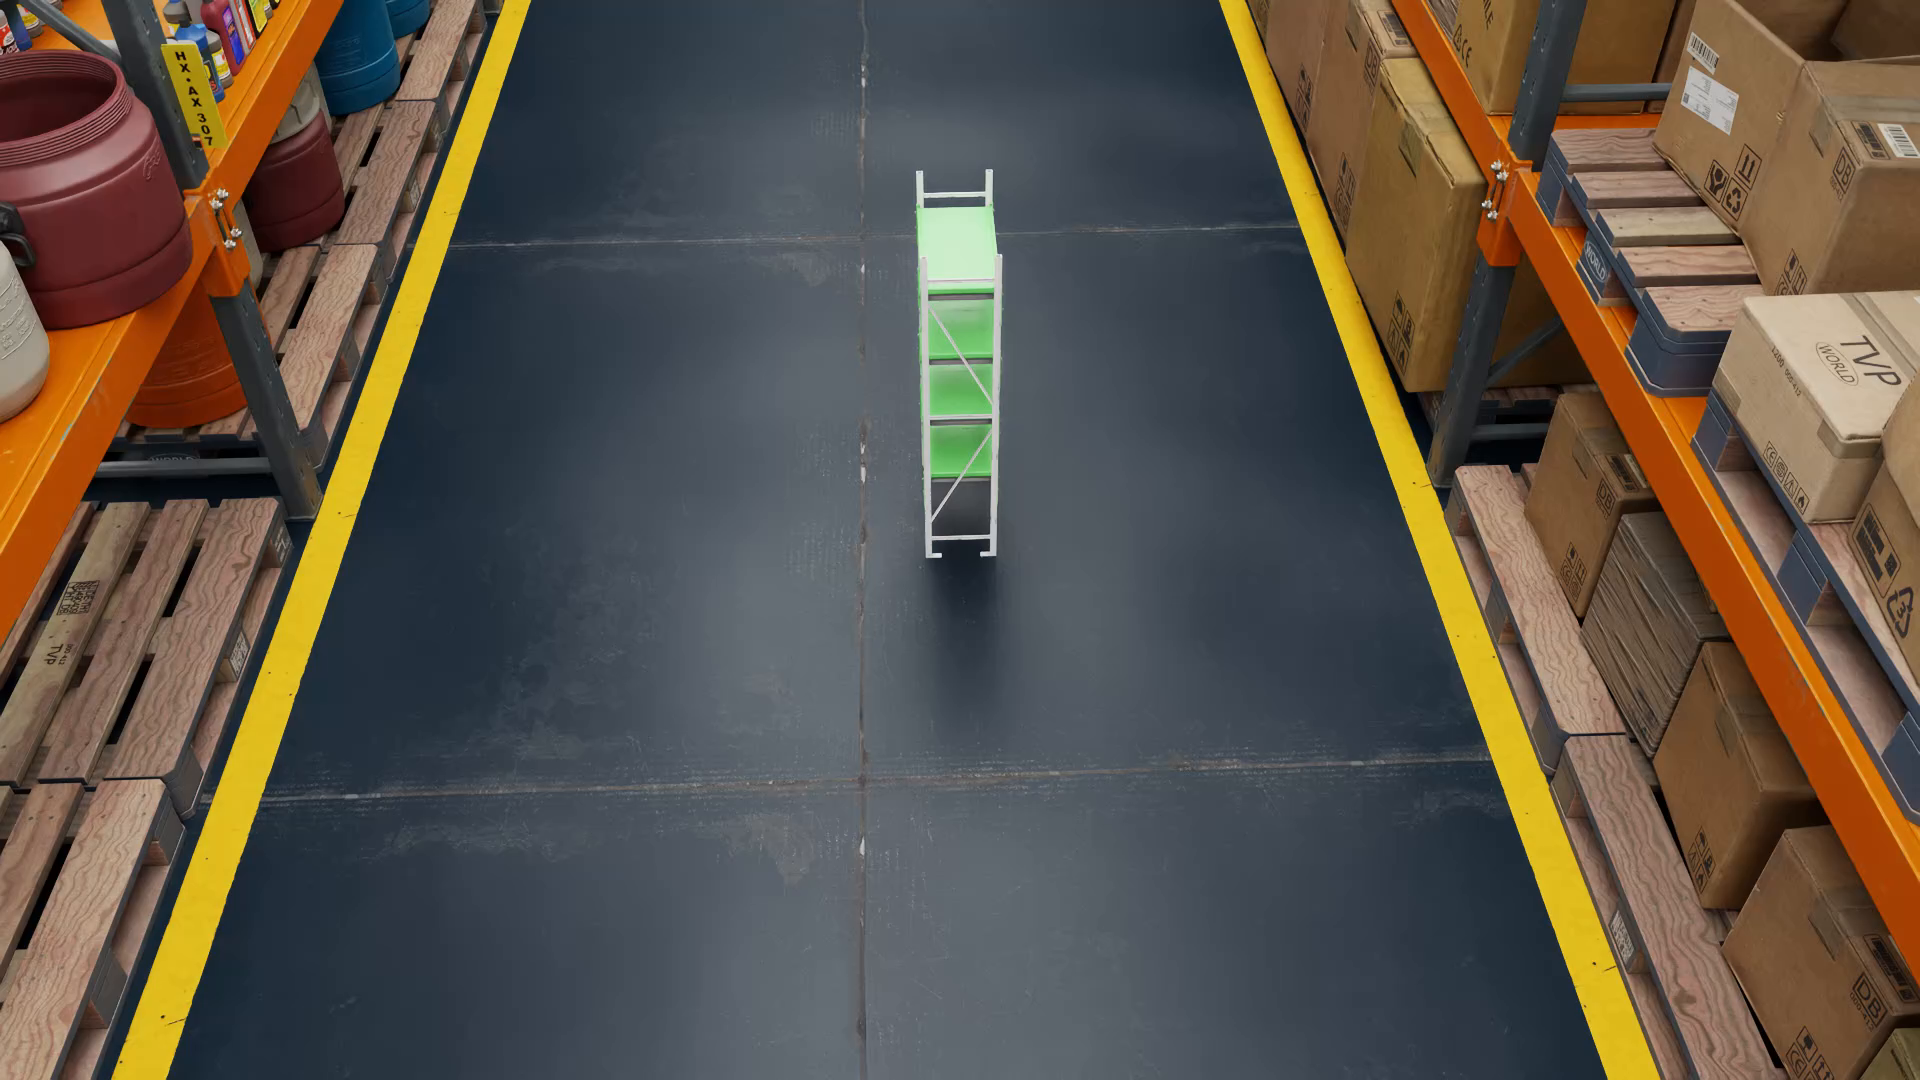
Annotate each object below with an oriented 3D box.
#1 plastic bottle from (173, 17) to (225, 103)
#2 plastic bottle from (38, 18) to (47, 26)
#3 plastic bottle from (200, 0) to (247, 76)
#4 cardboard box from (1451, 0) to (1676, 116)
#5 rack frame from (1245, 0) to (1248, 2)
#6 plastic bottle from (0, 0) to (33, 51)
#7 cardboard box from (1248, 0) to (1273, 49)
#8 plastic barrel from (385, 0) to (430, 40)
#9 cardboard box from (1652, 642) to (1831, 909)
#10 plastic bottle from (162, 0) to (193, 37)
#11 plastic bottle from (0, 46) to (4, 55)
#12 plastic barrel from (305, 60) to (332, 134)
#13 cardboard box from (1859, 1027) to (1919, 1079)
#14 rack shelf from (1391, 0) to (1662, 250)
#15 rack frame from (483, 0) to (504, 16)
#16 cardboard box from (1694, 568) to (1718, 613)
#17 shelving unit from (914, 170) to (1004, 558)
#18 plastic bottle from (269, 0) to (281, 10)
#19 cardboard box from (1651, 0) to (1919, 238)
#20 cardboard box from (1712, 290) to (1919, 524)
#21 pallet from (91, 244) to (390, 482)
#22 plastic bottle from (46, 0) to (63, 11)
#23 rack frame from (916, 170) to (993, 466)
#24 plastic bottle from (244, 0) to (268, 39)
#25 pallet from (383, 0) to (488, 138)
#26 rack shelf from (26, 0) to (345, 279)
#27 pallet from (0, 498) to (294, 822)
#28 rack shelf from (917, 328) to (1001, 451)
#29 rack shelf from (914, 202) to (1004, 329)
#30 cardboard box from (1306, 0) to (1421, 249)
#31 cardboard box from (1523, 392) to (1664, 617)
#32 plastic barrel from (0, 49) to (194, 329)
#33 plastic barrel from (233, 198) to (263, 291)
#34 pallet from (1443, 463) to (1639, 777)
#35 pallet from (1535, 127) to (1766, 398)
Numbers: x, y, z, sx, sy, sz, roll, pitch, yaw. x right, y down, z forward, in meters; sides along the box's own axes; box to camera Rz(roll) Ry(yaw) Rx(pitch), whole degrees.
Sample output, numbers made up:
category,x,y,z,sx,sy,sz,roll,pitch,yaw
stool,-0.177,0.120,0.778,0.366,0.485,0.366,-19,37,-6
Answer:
category,x,y,z,sx,sy,sz,roll,pitch,yaw
plastic bottle,-2.431,-1.532,5.296,0.097,0.271,0.097,0,43,0
plastic bottle,-3.214,-1.909,5.708,0.097,0.271,0.097,0,43,0
plastic bottle,-2.422,-1.680,5.450,0.061,0.283,0.133,-2,43,-2
cardboard box,1.922,-1.704,5.315,0.500,0.500,0.500,0,43,0
rack frame,2.021,-4.041,7.939,1.000,3.000,0.127,-2,43,-2
plastic bottle,-3.206,-1.778,5.565,0.097,0.271,0.097,0,43,0
cardboard box,2.068,-2.981,8.044,1.225,0.875,0.875,-2,43,-2
plastic barrel,-2.922,-2.913,7.950,0.600,0.901,0.708,-2,43,-2
cardboard box,2.306,0.627,4.371,0.700,0.500,0.500,2,43,2
plastic bottle,-2.597,-1.723,5.557,0.097,0.201,0.097,0,43,0
plastic bottle,-3.198,-1.620,5.445,0.097,0.201,0.097,0,43,0
plastic barrel,-2.957,-1.907,7.141,0.421,0.512,0.421,0,43,0
cardboard box,2.354,1.381,3.548,0.700,0.500,0.500,-2,43,-2
rack shelf,2.106,-2.426,6.709,1.077,0.370,4.000,-2,43,-2
rack frame,-2.928,-3.899,7.784,1.000,3.000,0.127,-2,43,-2
cardboard box,2.282,-0.049,4.553,0.500,0.250,0.500,3,43,3
shelving unit,-0.007,-0.554,5.466,0.258,1.200,0.503,-2,43,-2
plastic bottle,-2.443,-2.017,5.817,0.061,0.283,0.133,-2,43,-2
cardboard box,2.254,-1.169,4.421,0.500,0.500,0.500,-6,43,-7
cardboard box,2.032,-0.302,3.660,0.500,0.250,0.500,-3,43,-3
pallet,-2.833,-0.702,6.359,1.003,0.211,1.213,-2,43,-2
plastic bottle,-3.218,-1.949,5.803,0.097,0.201,0.097,0,43,0
rack frame,-0.017,-0.719,5.646,0.240,1.200,0.015,-2,43,-2
plastic bottle,-2.433,-1.861,5.647,0.061,0.283,0.133,-2,43,-2
pallet,-2.937,-2.349,8.156,1.003,0.211,1.213,-2,43,-2
rack shelf,-2.843,-2.284,6.554,1.077,0.370,4.000,-2,43,-2
pallet,-2.764,0.353,5.208,1.003,0.211,1.213,-2,43,-2
rack shelf,-0.007,-0.507,5.510,0.258,0.148,0.480,-2,43,-2
rack shelf,-0.007,-0.861,5.185,0.258,0.148,0.480,-2,43,-2
cardboard box,2.152,-1.781,6.735,1.225,0.875,0.875,-2,43,-2
cardboard box,2.239,-0.130,5.196,0.700,0.500,0.500,-4,43,-4
plastic barrel,-2.435,-0.944,4.460,0.600,0.536,0.708,-2,43,-2
plastic barrel,-2.909,-1.145,6.309,0.421,0.512,0.421,0,43,0
pallet,2.222,0.215,5.360,1.003,0.211,1.213,-2,43,-2
pallet,2.327,-0.792,4.536,1.213,0.211,1.003,-2,43,-2
